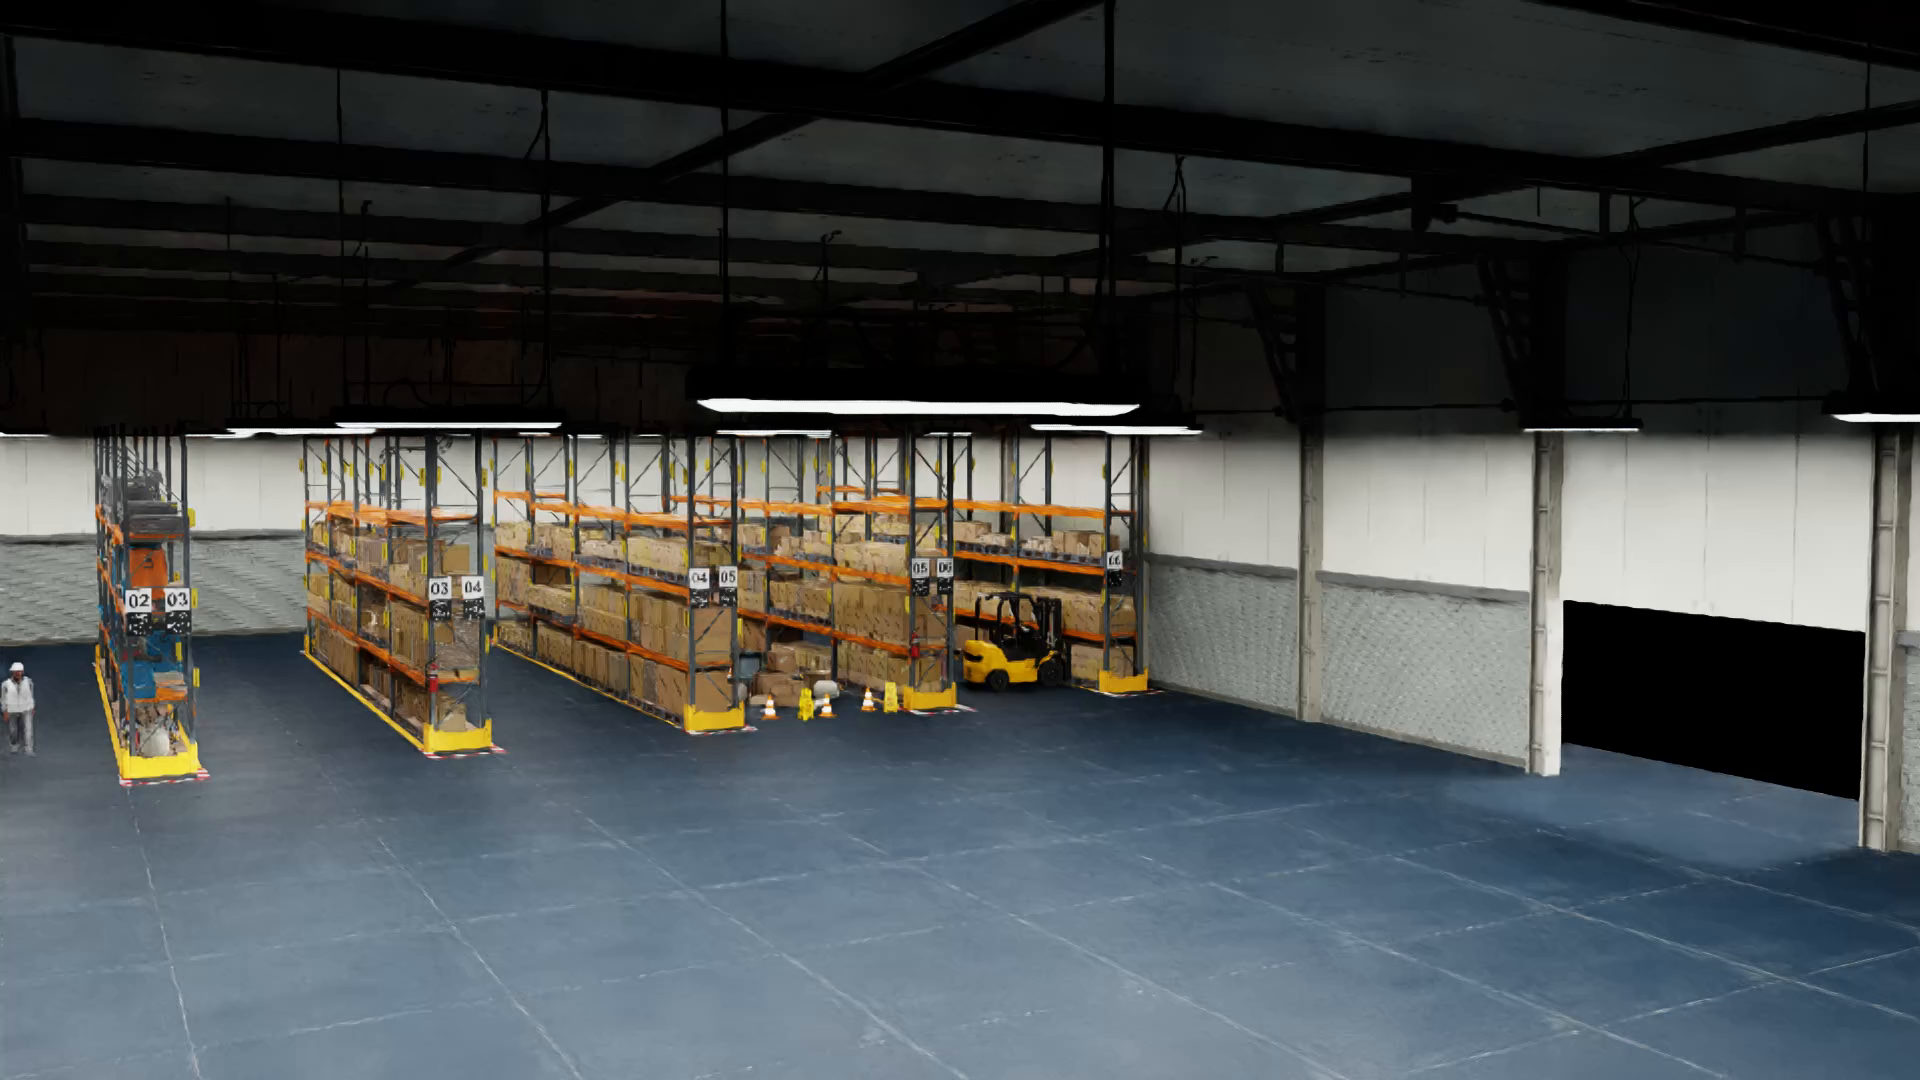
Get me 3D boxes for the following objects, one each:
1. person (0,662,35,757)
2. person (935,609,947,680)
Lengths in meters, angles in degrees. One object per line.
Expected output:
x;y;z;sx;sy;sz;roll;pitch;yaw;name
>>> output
-16.984;3.040;29.977;0.546;1.695;1.100;-2;4;-31;person
-0.551;2.478;39.551;0.480;1.674;0.492;0;3;0;person
